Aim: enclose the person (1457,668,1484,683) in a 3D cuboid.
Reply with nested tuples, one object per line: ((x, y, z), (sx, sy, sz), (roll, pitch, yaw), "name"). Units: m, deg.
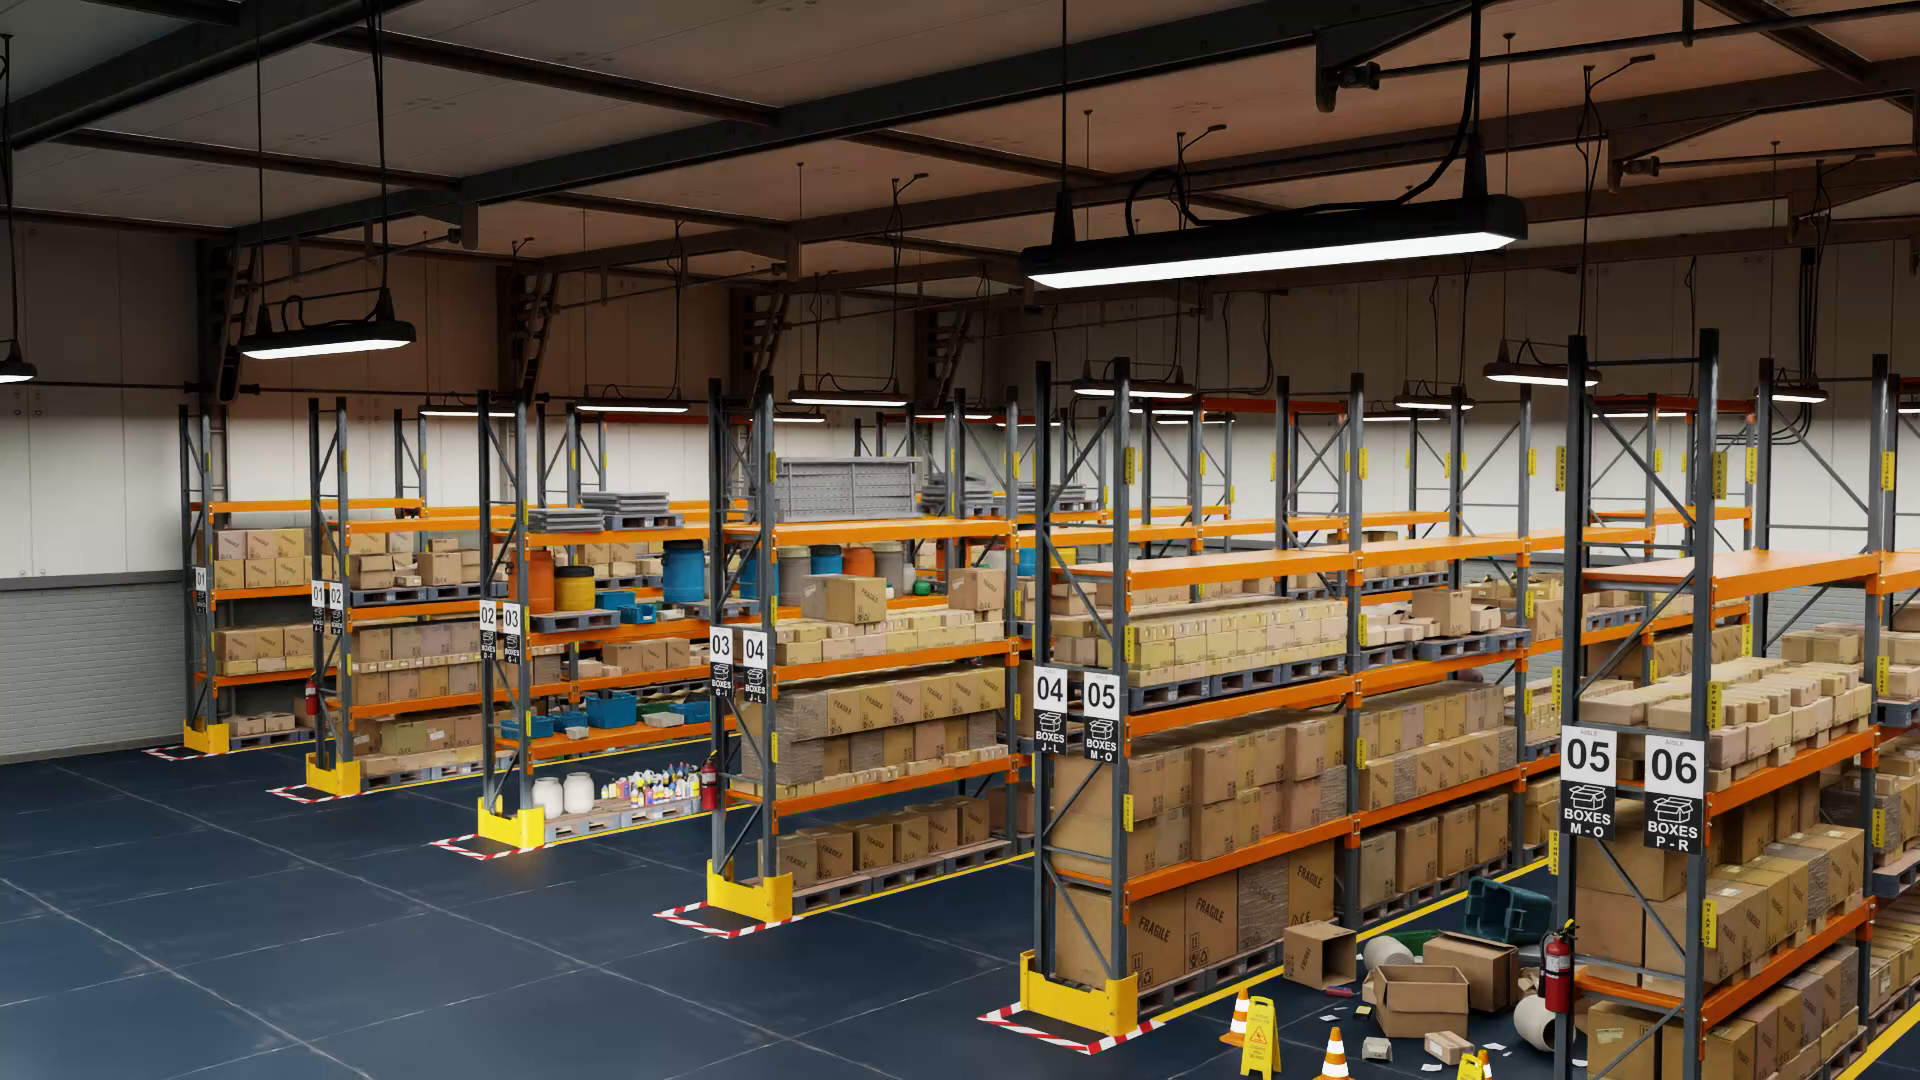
((8.543, 2.810, 27.953), (0.603, 1.775, 0.610), (3, 4, 44), "person")
